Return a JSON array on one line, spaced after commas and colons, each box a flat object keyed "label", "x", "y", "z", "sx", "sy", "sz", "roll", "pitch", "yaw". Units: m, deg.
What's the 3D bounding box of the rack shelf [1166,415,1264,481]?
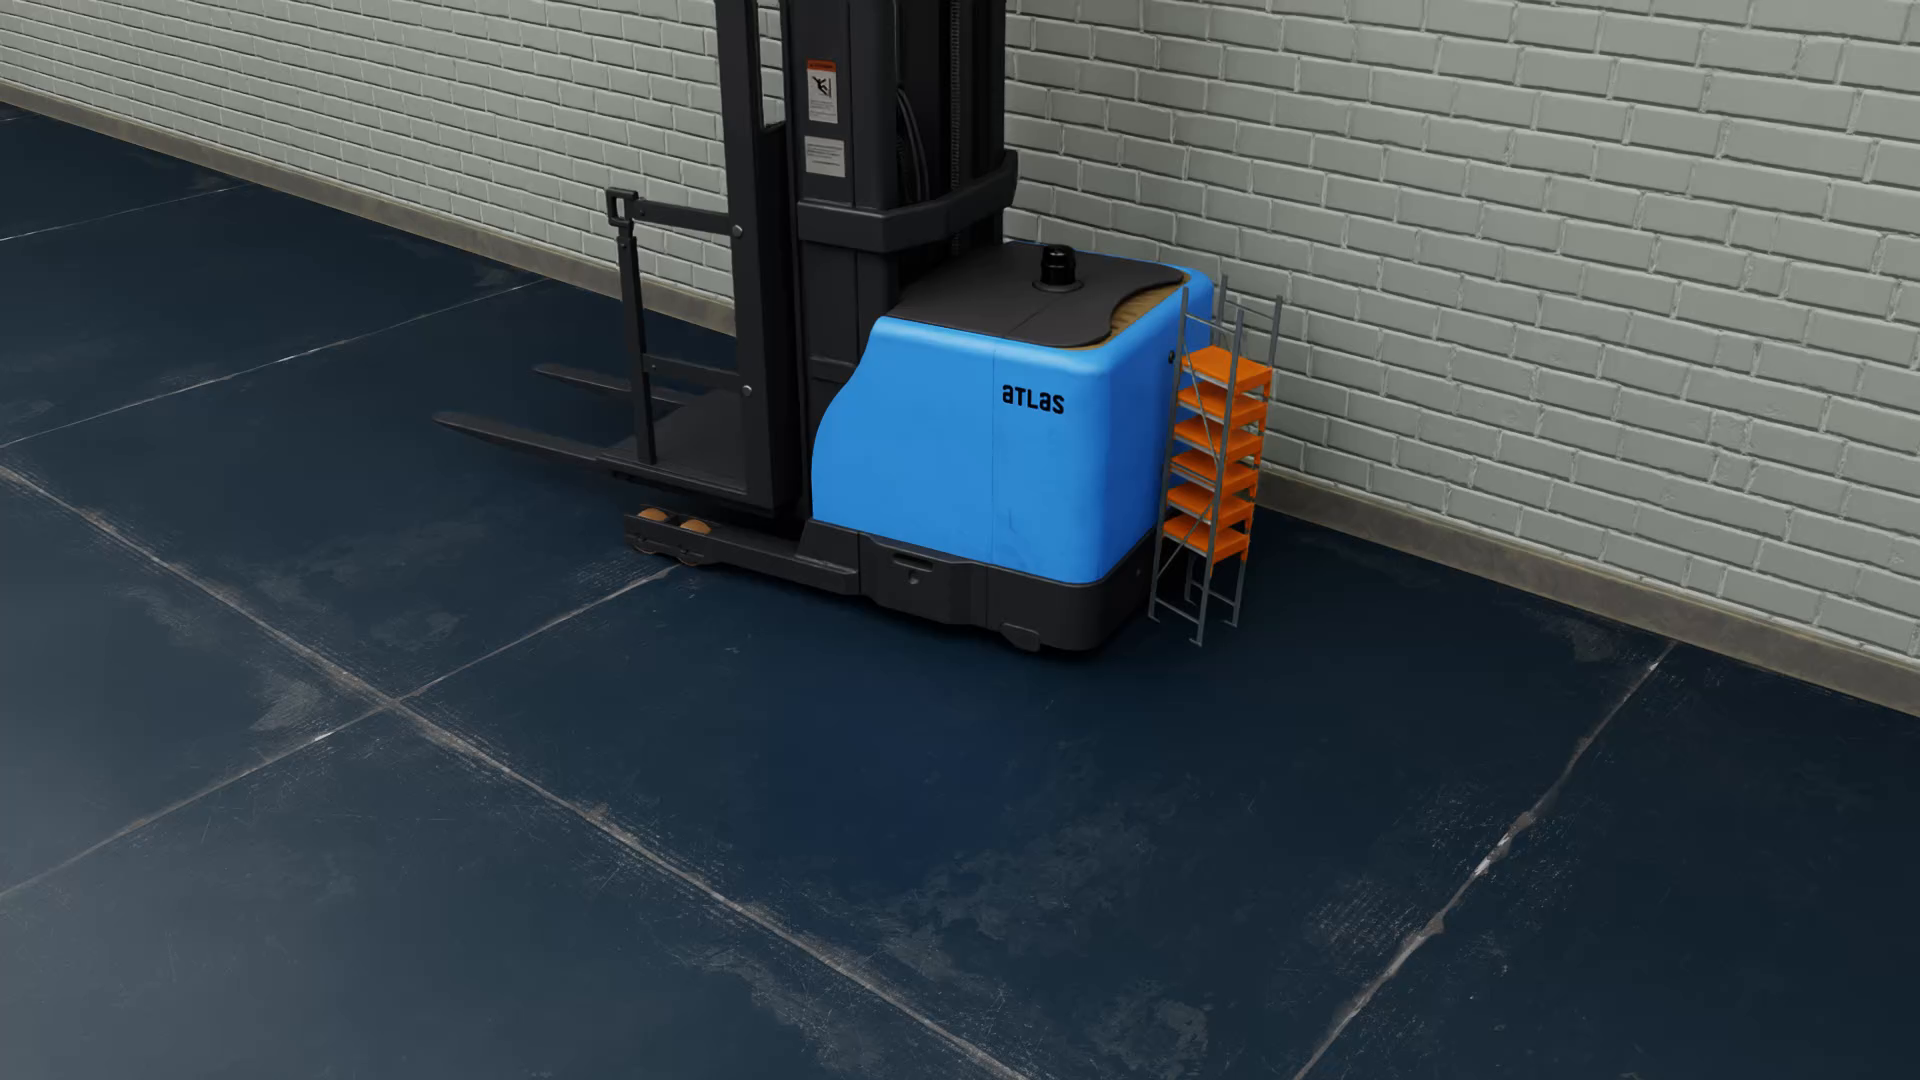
[{"label": "rack shelf", "x": 0.819, "y": -0.306, "z": 5.358, "sx": 0.180, "sy": 0.103, "sz": 0.258, "roll": -22, "pitch": 38, "yaw": -36}]

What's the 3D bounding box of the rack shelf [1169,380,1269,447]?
[{"label": "rack shelf", "x": 0.823, "y": -0.411, "z": 5.299, "sx": 0.180, "sy": 0.103, "sz": 0.258, "roll": -22, "pitch": 38, "yaw": -36}]

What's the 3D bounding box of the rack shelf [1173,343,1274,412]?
[{"label": "rack shelf", "x": 0.827, "y": -0.515, "z": 5.239, "sx": 0.180, "sy": 0.103, "sz": 0.258, "roll": -22, "pitch": 38, "yaw": -36}]

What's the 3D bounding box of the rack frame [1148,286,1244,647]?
[{"label": "rack frame", "x": 0.748, "y": -0.213, "z": 5.341, "sx": 0.006, "sy": 1.200, "sz": 0.240, "roll": -22, "pitch": 38, "yaw": -36}]

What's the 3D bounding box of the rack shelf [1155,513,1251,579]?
[{"label": "rack shelf", "x": 0.806, "y": 0.007, "z": 5.535, "sx": 0.180, "sy": 0.103, "sz": 0.258, "roll": -22, "pitch": 38, "yaw": -36}]

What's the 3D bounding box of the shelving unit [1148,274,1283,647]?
[{"label": "shelving unit", "x": 0.816, "y": -0.241, "z": 5.395, "sx": 0.189, "sy": 1.200, "sz": 0.258, "roll": -22, "pitch": 38, "yaw": -36}]

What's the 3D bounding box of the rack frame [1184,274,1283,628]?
[{"label": "rack frame", "x": 0.885, "y": -0.269, "z": 5.449, "sx": 0.006, "sy": 1.200, "sz": 0.240, "roll": -22, "pitch": 38, "yaw": -36}]

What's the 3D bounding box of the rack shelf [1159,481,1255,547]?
[{"label": "rack shelf", "x": 0.811, "y": -0.098, "z": 5.476, "sx": 0.180, "sy": 0.103, "sz": 0.258, "roll": -22, "pitch": 38, "yaw": -36}]

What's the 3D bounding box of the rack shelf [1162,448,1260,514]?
[{"label": "rack shelf", "x": 0.815, "y": -0.202, "z": 5.417, "sx": 0.180, "sy": 0.103, "sz": 0.258, "roll": -22, "pitch": 38, "yaw": -36}]

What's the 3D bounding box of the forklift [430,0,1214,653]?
[{"label": "forklift", "x": -0.659, "y": -1.404, "z": 5.773, "sx": 3.031, "sy": 2.935, "sz": 1.130, "roll": 14, "pitch": 30, "yaw": 25}]
